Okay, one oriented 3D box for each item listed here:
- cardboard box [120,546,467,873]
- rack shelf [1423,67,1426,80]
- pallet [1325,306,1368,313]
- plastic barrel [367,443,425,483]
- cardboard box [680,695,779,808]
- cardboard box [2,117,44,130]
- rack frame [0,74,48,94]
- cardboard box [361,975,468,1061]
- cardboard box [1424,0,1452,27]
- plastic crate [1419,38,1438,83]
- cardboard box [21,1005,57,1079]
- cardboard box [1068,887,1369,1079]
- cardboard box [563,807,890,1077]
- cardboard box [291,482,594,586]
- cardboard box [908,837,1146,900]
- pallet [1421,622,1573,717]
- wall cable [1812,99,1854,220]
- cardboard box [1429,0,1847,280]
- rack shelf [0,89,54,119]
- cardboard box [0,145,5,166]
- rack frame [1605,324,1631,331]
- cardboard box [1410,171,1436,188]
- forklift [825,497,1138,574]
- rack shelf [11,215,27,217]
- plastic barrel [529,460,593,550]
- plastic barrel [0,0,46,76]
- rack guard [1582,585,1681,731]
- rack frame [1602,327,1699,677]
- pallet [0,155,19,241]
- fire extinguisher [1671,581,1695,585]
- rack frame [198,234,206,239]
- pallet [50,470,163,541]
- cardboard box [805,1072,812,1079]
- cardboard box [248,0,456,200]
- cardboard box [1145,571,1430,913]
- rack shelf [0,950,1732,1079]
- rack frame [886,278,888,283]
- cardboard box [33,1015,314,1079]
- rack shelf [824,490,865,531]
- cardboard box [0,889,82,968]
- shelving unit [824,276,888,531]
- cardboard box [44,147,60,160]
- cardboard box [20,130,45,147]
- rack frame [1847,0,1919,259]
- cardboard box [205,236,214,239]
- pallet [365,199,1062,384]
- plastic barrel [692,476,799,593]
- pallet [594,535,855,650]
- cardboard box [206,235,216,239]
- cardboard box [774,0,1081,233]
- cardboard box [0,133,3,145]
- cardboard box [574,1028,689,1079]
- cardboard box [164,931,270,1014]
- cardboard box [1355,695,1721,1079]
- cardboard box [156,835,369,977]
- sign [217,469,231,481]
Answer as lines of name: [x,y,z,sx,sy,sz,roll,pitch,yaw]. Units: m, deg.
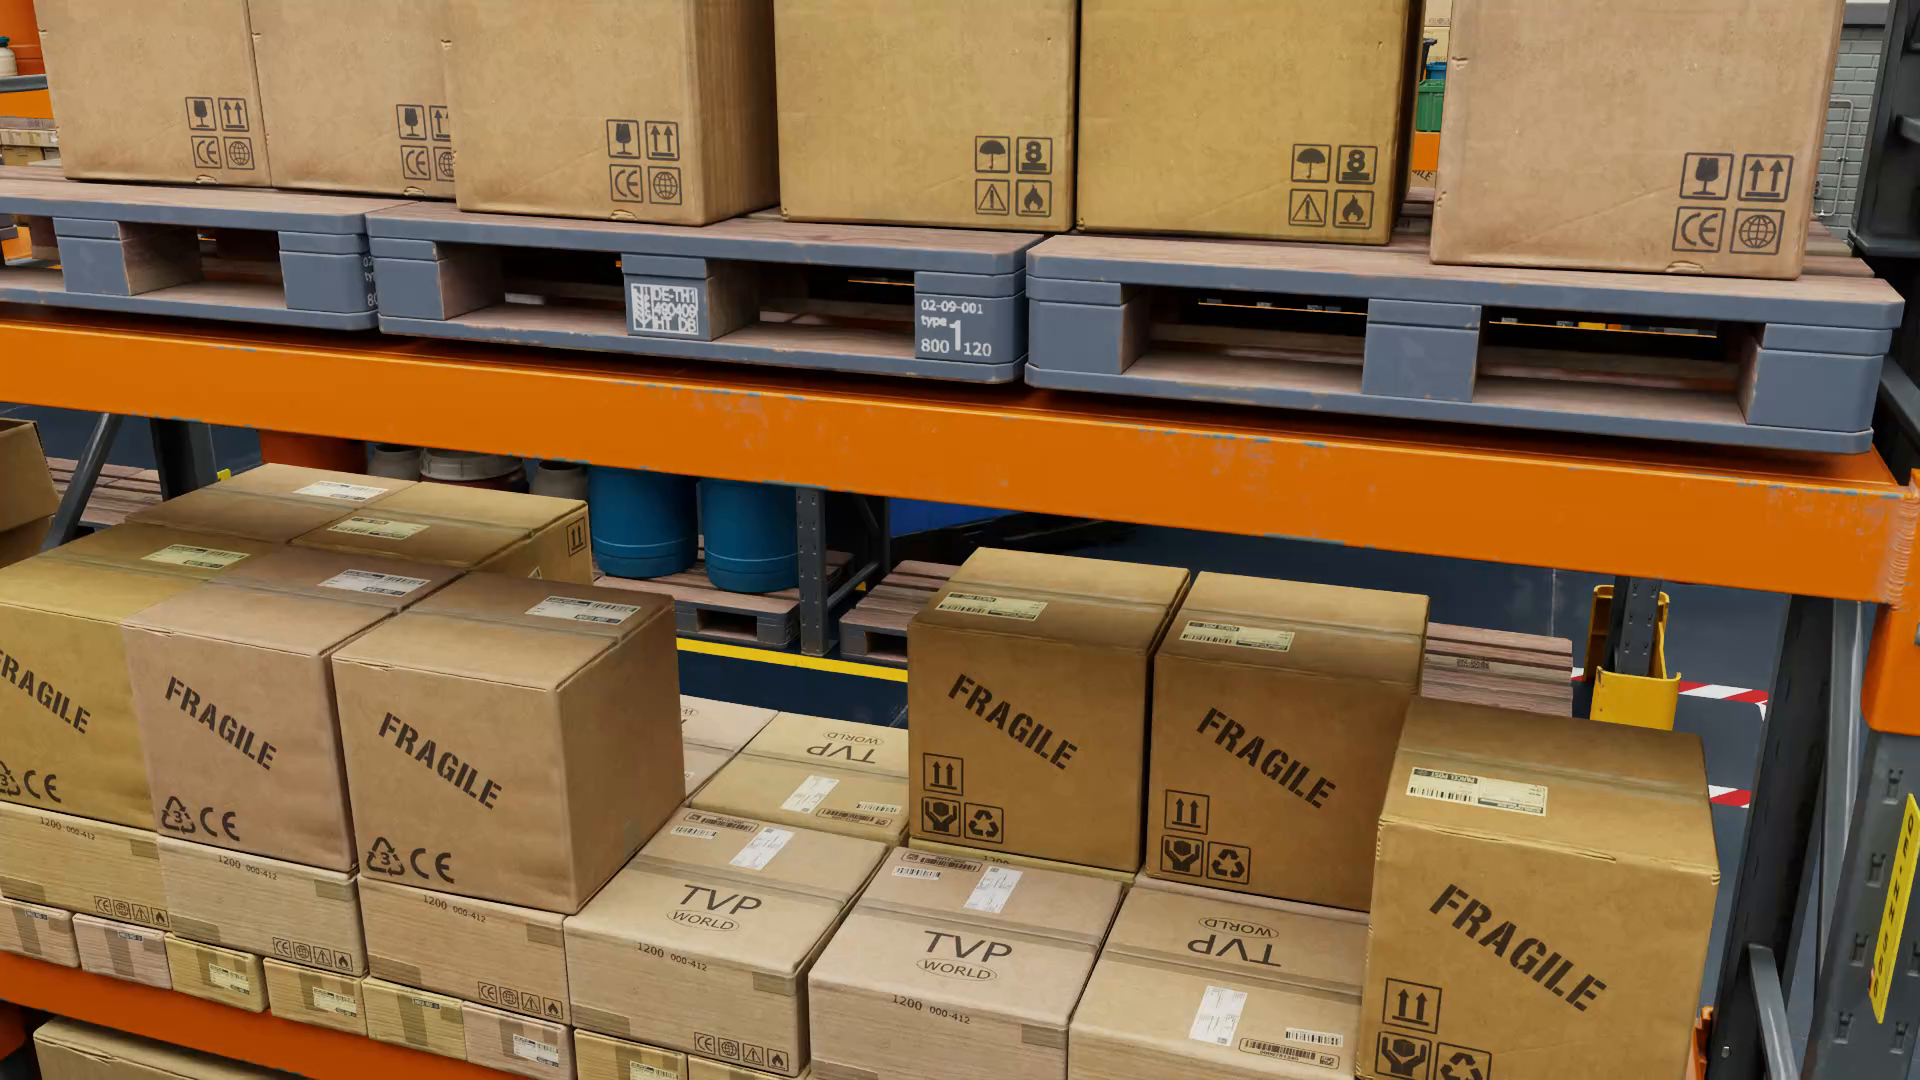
cardboard box: [-1.416,0.351,3.649,0.500,0.500,0.500,7,20,18]
rack shelf: [2.896,-3.353,12.173,4.000,0.370,1.077,7,20,18]
pallet: [4.478,-2.478,17.364,1.213,0.211,1.003,7,20,18]
plastic barrel: [-3.370,-0.327,10.099,0.421,0.512,0.421,0,19,0]
cardboard box: [-0.772,0.595,4.089,0.500,0.250,0.500,7,20,19]
cardboard box: [-8.867,-4.278,16.170,0.500,0.500,0.700,7,20,18]
rack frame: [-2.247,-2.245,3.345,0.127,3.000,1.000,7,20,18]
cardboard box: [-1.089,0.954,3.664,0.250,0.149,0.380,6,20,17]
cardboard box: [3.273,-3.727,11.622,0.500,0.250,0.500,7,20,18]
plastic crate: [1.804,-2.158,7.746,0.767,0.338,0.504,7,20,18]
cardboard box: [-2.858,1.330,4.794,0.875,0.875,1.225,7,20,18]
cardboard box: [0.507,0.925,3.140,0.500,0.250,0.500,6,20,17]
cardboard box: [-0.467,0.816,3.455,0.500,0.250,0.500,7,20,18]
cardboard box: [-1.253,0.186,4.122,0.500,0.500,0.500,7,20,19]
cardboard box: [0.200,0.705,3.772,0.500,0.250,0.500,6,20,16]
pallet: [2.390,0.696,8.260,1.213,0.211,1.003,7,20,18]
wall cable: [7.928,-4.236,16.628,1.851,1.984,0.084,7,20,18]
cardboard box: [1.022,-0.729,2.611,0.500,0.500,0.700,5,20,15]
rack shelf: [-6.290,-2.677,10.234,4.000,0.370,1.077,7,20,18]
cardboard box: [-9.394,-3.726,16.555,0.500,0.500,0.700,7,20,19]
rack frame: [4.786,-2.060,11.928,0.127,3.000,1.000,7,20,18]
cardboard box: [3.306,-2.651,11.952,0.500,0.500,0.500,7,20,20]
forklift: [0.539,-1.491,10.400,3.031,2.935,1.130,-11,22,-29]
rack shelf: [-8.439,-3.232,16.385,4.000,0.370,1.077,7,20,18]
plastic barrel: [-2.303,-0.205,9.749,0.421,0.512,0.421,0,19,0]
plastic barrel: [-5.723,-3.230,10.076,0.708,0.830,0.600,7,20,18]
rack guard: [3.183,0.659,7.927,0.348,0.500,1.175,7,20,18]
rack frame: [3.157,-0.520,7.511,0.127,3.000,1.000,7,20,18]
pallet: [-3.130,-0.822,4.110,1.217,0.209,0.805,6,20,16]
fire extinguisher: [3.150,-0.150,7.133,0.183,0.674,0.296,7,20,18]
rack frame: [-4.400,-1.384,9.990,0.127,3.000,1.000,7,20,18]
pallet: [-5.119,-0.163,10.724,1.213,0.211,1.003,7,20,18]
cardboard box: [-0.124,1.065,3.346,0.250,0.149,0.380,7,20,18]
cardboard box: [-0.982,-0.996,3.377,0.500,0.500,0.700,8,21,21]
cardboard box: [0.694,0.406,3.490,0.500,0.500,0.500,6,20,17]
rack shelf: [-0.358,1.144,3.831,4.000,0.370,1.077,7,20,18]
rack frame: [-0.466,-0.788,9.579,0.015,2.100,0.400,4,20,11]
cardboard box: [-1.650,1.489,4.337,0.875,0.875,0.875,7,20,18]
rack shelf: [-0.707,-0.132,9.862,0.480,0.518,0.431,4,20,11]
cardboard box: [-2.077,0.842,3.985,0.250,0.149,0.380,7,20,18]
shelving unit: [-0.705,-0.805,9.626,0.503,2.100,0.431,4,20,11]
cardboard box: [-8.428,-3.614,16.236,0.500,0.500,0.700,7,20,20]
cardboard box: [-8.811,-3.894,16.052,0.250,0.149,0.380,6,20,17]
rack frame: [1.531,-1.813,2.106,0.127,3.000,1.000,7,20,18]
cardboard box: [-7.528,-2.650,16.021,0.500,0.500,0.500,7,20,18]
pallet: [-0.329,-0.563,3.211,1.213,0.211,1.003,7,20,18]
plastic barrel: [-1.130,-0.224,9.211,0.708,0.901,0.600,7,20,18]
pallet: [-1.337,0.268,9.486,1.213,0.211,1.003,7,20,18]
cardboard box: [-7.360,-2.809,16.478,0.500,0.500,0.500,7,20,18]
cardboard box: [0.026,-0.868,3.009,0.500,0.500,0.700,5,20,14]
cardboard box: [-9.305,-3.949,16.211,0.250,0.149,0.380,6,20,17]
cardboard box: [-0.604,1.010,3.504,0.250,0.149,0.380,6,20,16]
cardboard box: [-1.580,0.899,3.823,0.250,0.149,0.380,7,20,20]
cardboard box: [0.985,0.625,2.862,0.500,0.500,0.500,7,20,19]
cardboard box: [-1.421,0.706,3.770,0.500,0.250,0.500,6,20,18]
sign: [-2.067,-0.031,4.672,0.005,0.325,0.100,7,20,18]
